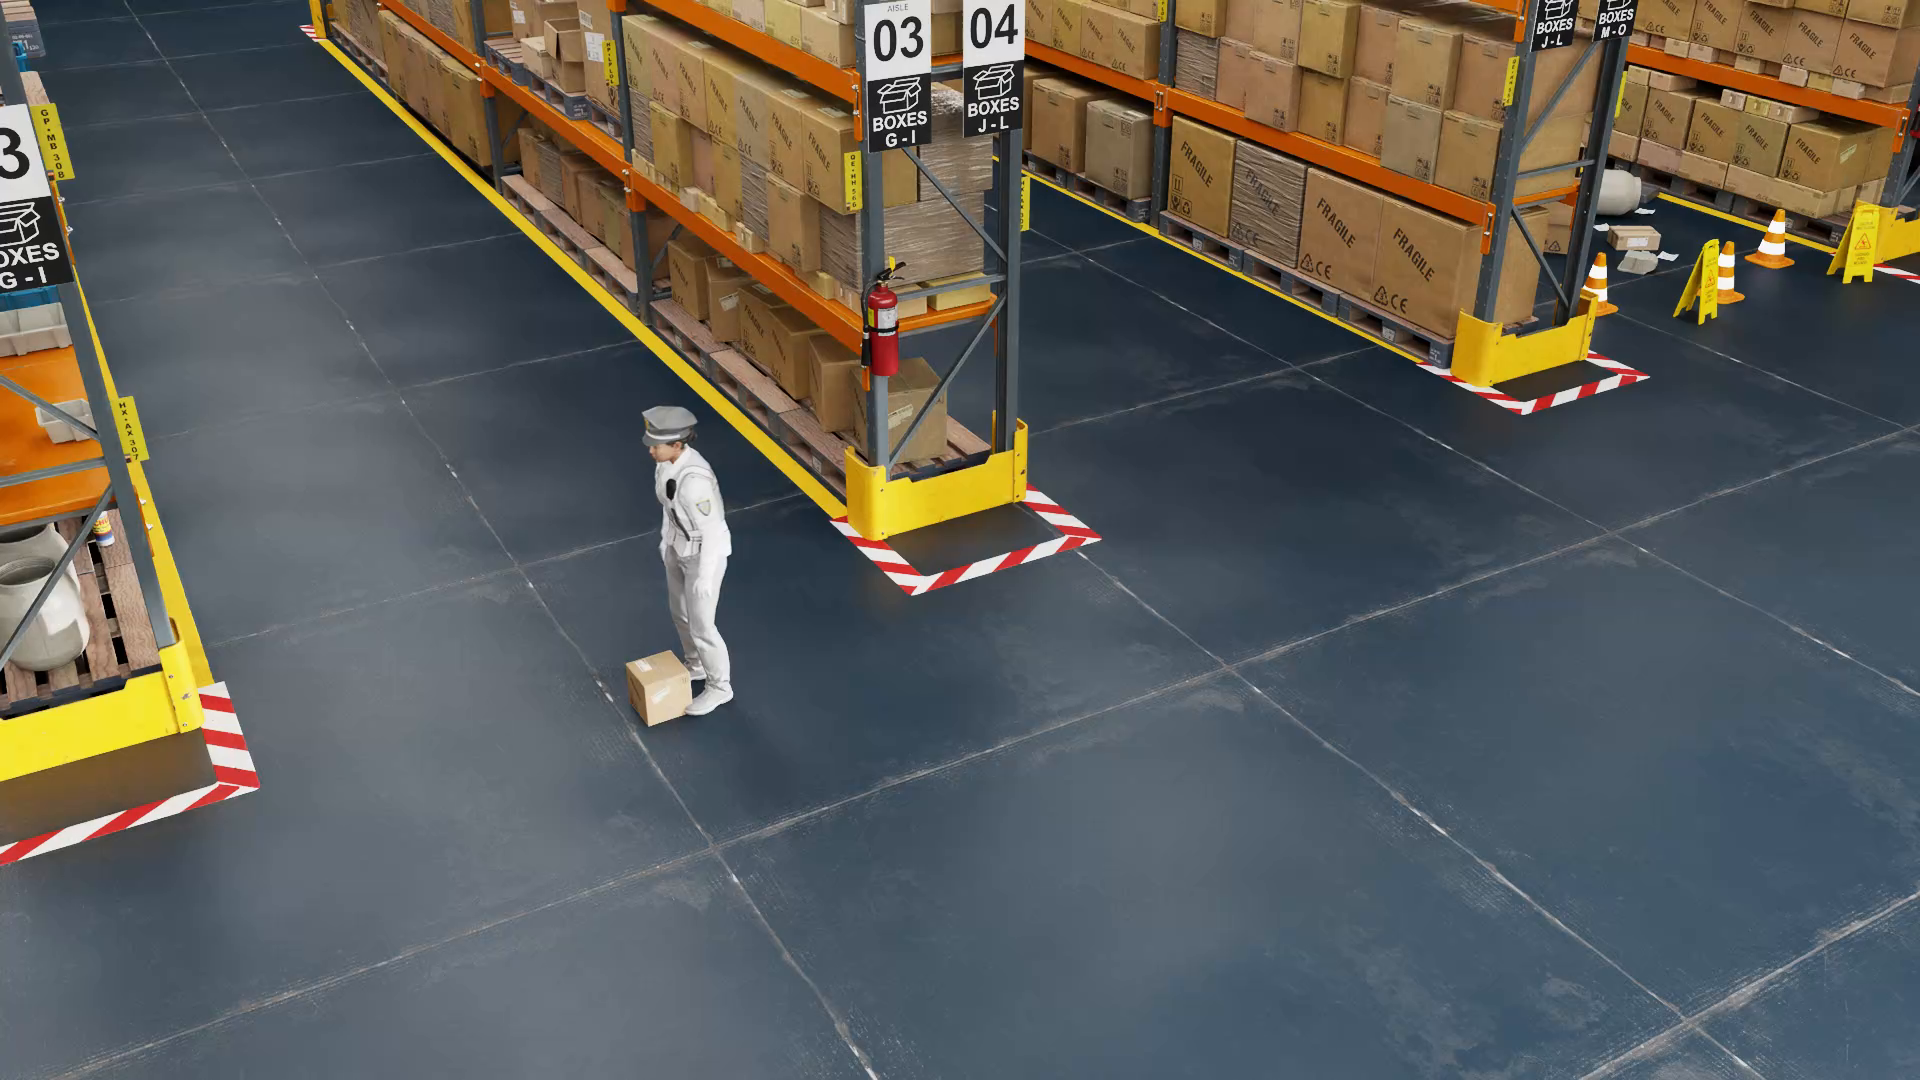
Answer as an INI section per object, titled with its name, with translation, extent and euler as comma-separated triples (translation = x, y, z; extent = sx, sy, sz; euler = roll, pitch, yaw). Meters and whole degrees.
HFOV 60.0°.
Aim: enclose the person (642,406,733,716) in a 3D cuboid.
[person]
translation = -1.360, 0.090, 8.391
extent = 0.379, 1.663, 0.535
euler = -16, 33, -27
